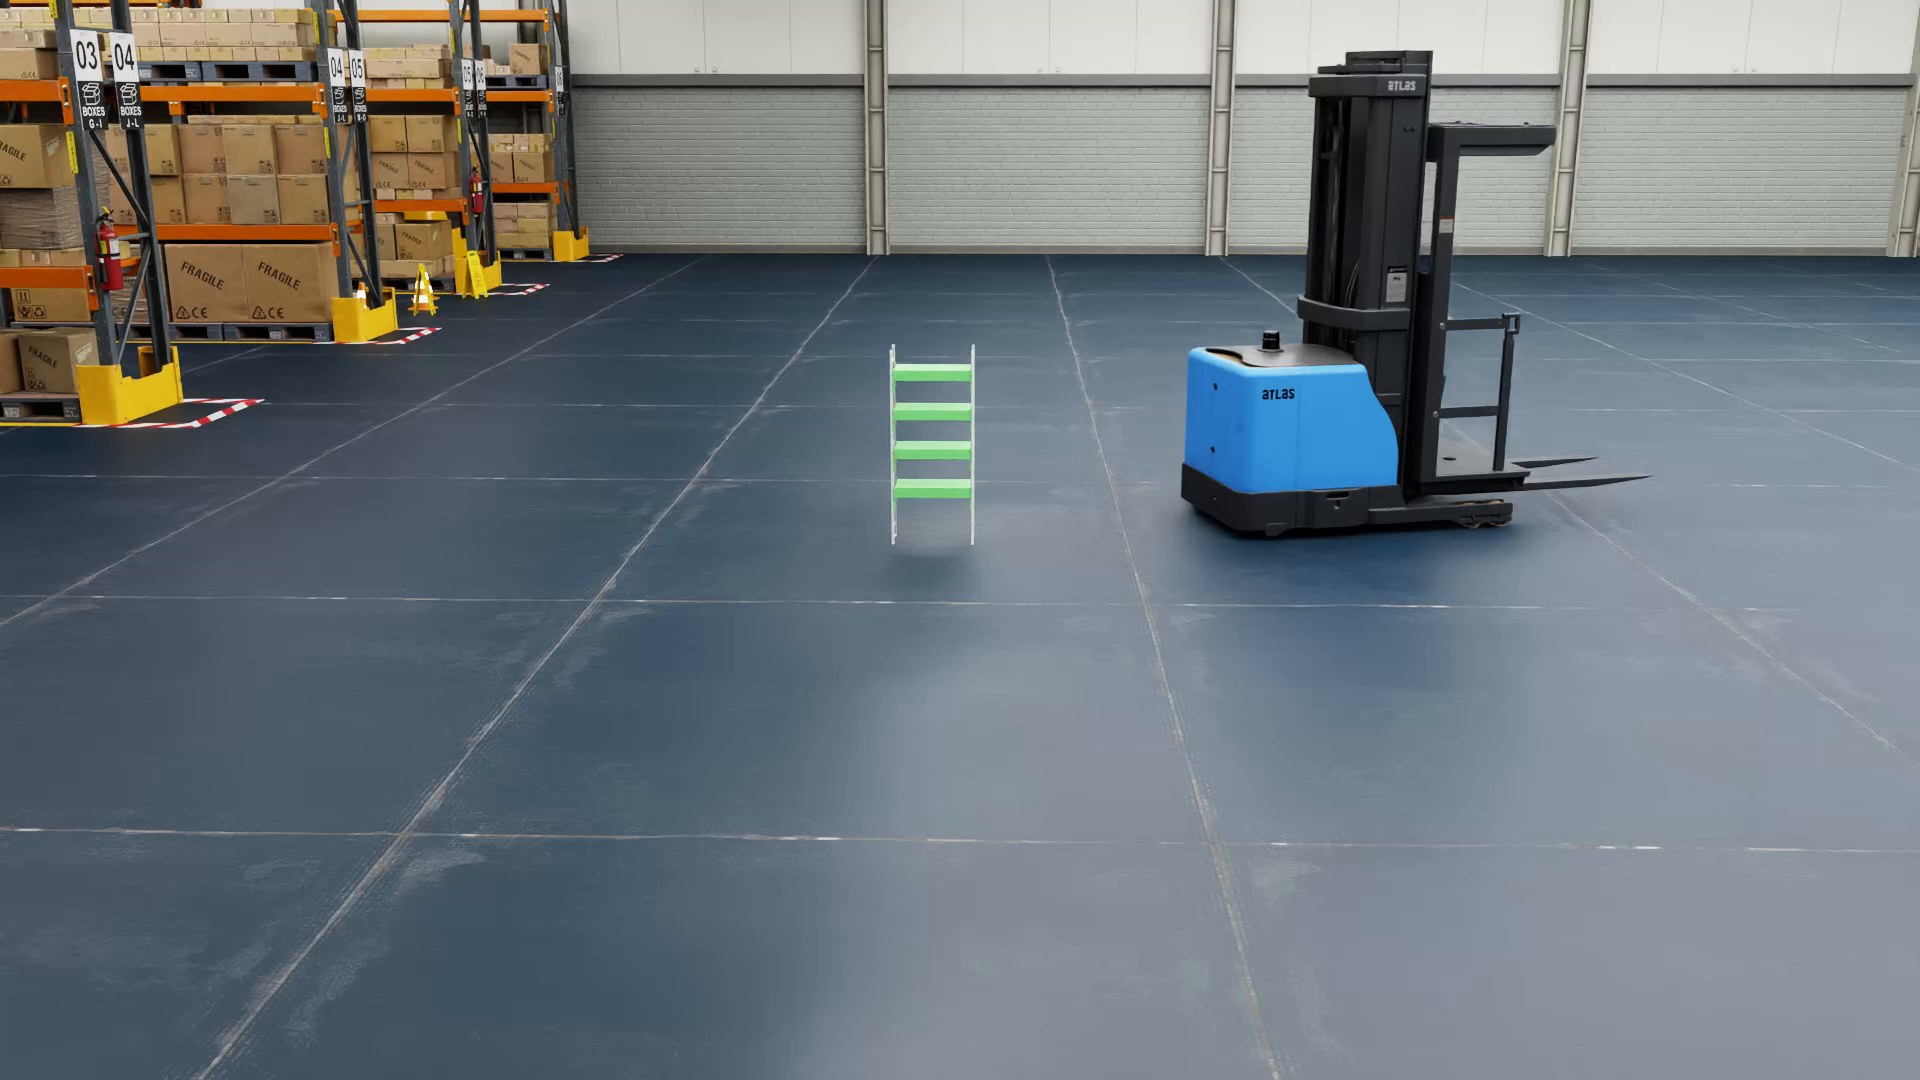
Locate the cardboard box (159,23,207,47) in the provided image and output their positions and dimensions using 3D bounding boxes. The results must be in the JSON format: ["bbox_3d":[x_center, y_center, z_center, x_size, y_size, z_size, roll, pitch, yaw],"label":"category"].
[{"bbox_3d":[-8.427,-5.544,18.285,0.500,0.250,0.500,0,15,1],"label":"cardboard box"}]

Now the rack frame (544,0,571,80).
[{"bbox_3d":[-6.780,-9.261,27.804,0.127,3.000,1.000,0,15,1],"label":"rack frame"}]

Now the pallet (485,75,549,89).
[{"bbox_3d":[-7.486,-7.780,28.240,1.213,0.211,1.003,0,15,1],"label":"pallet"}]

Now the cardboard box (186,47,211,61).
[{"bbox_3d":[-8.287,-5.335,18.273,0.250,0.149,0.380,0,15,1],"label":"cardboard box"}]

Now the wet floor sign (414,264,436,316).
[{"bbox_3d":[-6.849,-3.198,21.197,0.232,0.644,0.267,-2,15,-8],"label":"wet floor sign"}]

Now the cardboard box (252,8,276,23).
[{"bbox_3d":[-7.524,-5.715,18.153,0.250,0.149,0.380,0,15,2],"label":"cardboard box"}]

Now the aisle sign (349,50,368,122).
[{"bbox_3d":[-6.850,-5.165,18.941,0.004,0.787,0.394,0,15,1],"label":"aisle sign"}]

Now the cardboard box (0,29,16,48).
[{"bbox_3d":[-7.699,-4.092,13.603,0.250,0.149,0.380,0,15,0],"label":"cardboard box"}]

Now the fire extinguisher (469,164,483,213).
[{"bbox_3d":[-6.801,-4.939,23.333,0.183,0.674,0.296,0,15,1],"label":"fire extinguisher"}]

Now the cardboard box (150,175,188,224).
[{"bbox_3d":[-8.939,-3.922,19.031,0.500,0.550,0.875,0,15,1],"label":"cardboard box"}]

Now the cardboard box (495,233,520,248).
[{"bbox_3d":[-7.755,-5.162,28.594,0.500,0.250,0.500,0,15,1],"label":"cardboard box"}]

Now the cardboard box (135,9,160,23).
[{"bbox_3d":[-8.799,-5.723,18.183,0.250,0.149,0.380,0,15,2],"label":"cardboard box"}]

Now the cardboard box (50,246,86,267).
[{"bbox_3d":[-7.446,-2.395,14.032,0.250,0.149,0.380,0,15,1],"label":"cardboard box"}]

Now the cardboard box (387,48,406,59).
[{"bbox_3d":[-7.761,-6.745,23.074,0.250,0.149,0.380,0,15,1],"label":"cardboard box"}]

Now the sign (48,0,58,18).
[{"bbox_3d":[-7.191,-4.305,13.161,0.005,0.325,0.100,0,15,1],"label":"sign"}]

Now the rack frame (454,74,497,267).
[{"bbox_3d":[-6.903,-5.095,23.771,0.127,3.000,1.000,0,15,1],"label":"rack frame"}]

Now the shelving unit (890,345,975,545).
[{"bbox_3d":[-0.165,-0.581,10.191,0.503,1.200,0.258,0,15,1],"label":"shelving unit"}]

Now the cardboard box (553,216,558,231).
[{"bbox_3d":[-7.245,-5.532,29.015,0.500,0.250,0.500,1,15,2],"label":"cardboard box"}]

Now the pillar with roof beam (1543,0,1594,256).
[{"bbox_3d":[10.431,-8.281,24.086,0.400,9.000,9.100,0,15,1],"label":"pillar with roof beam"}]

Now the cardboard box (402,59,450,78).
[{"bbox_3d":[-7.422,-6.551,23.122,0.500,0.250,0.500,0,15,1],"label":"cardboard box"}]

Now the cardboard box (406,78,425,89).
[{"bbox_3d":[-7.517,-6.348,23.133,0.250,0.149,0.380,0,15,2],"label":"cardboard box"}]

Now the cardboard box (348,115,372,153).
[{"bbox_3d":[-8.438,-5.700,23.327,0.500,0.500,0.700,0,15,1],"label":"cardboard box"}]

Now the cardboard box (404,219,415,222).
[{"bbox_3d":[-8.249,-4.409,24.269,0.500,0.500,0.500,0,15,-1],"label":"cardboard box"}]

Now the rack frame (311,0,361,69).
[{"bbox_3d":[-6.929,-6.733,18.219,0.127,3.000,1.000,0,15,1],"label":"rack frame"}]

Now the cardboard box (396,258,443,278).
[{"bbox_3d":[-7.742,-3.905,23.829,0.500,0.250,0.500,0,15,1],"label":"cardboard box"}]

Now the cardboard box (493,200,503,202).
[{"bbox_3d":[-8.255,-5.777,28.965,0.500,0.250,0.500,0,15,1],"label":"cardboard box"}]

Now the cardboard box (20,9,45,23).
[{"bbox_3d":[-10.064,-5.732,18.215,0.250,0.149,0.380,0,15,1],"label":"cardboard box"}]

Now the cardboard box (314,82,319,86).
[{"bbox_3d":[-8.804,-6.353,23.154,0.250,0.149,0.380,0,15,1],"label":"cardboard box"}]

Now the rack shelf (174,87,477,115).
[{"bbox_3d":[-8.903,-6.210,23.530,4.000,0.370,1.077,0,15,1],"label":"rack shelf"}]

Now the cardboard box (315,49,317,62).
[{"bbox_3d":[-7.263,-5.496,18.885,0.250,0.149,0.380,0,15,2],"label":"cardboard box"}]

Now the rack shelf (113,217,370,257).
[{"bbox_3d":[-8.928,-3.497,19.125,4.000,0.370,1.077,0,15,1],"label":"rack shelf"}]

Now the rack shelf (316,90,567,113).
[{"bbox_3d":[-8.780,-7.476,28.328,4.000,0.370,1.077,0,15,1],"label":"rack shelf"}]

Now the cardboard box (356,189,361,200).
[{"bbox_3d":[-8.563,-4.912,23.570,0.250,0.149,0.380,0,15,1],"label":"cardboard box"}]

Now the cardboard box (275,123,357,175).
[{"bbox_3d":[-7.299,-4.439,18.874,0.550,0.550,0.875,0,15,1],"label":"cardboard box"}]

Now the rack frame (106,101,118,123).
[{"bbox_3d":[-14.778,-6.413,28.767,0.127,3.000,1.000,0,15,1],"label":"rack frame"}]

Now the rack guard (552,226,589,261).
[{"bbox_3d":[-6.756,-5.152,28.887,0.348,0.500,1.175,0,15,1],"label":"rack guard"}]

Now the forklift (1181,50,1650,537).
[{"bbox_3d":[3.056,-1.618,10.727,3.031,2.935,1.130,-4,15,-13],"label":"forklift"}]

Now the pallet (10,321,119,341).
[{"bbox_3d":[-10.169,-2.485,19.344,1.213,0.211,1.003,0,15,1],"label":"pallet"}]

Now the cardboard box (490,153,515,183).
[{"bbox_3d":[-7.797,-6.351,28.336,0.500,0.500,0.500,1,15,3],"label":"cardboard box"}]

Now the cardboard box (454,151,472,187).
[{"bbox_3d":[-7.370,-5.361,24.000,0.500,0.500,0.500,0,15,1],"label":"cardboard box"}]

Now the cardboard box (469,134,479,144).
[{"bbox_3d":[-8.163,-6.798,28.174,0.250,0.149,0.380,1,15,3],"label":"cardboard box"}]

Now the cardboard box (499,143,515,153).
[{"bbox_3d":[-7.648,-6.665,28.255,0.250,0.149,0.380,1,15,2],"label":"cardboard box"}]

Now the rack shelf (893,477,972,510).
[{"bbox_3d":[-0.165,-0.287,10.269,0.480,0.148,0.258,0,15,1],"label":"rack shelf"}]

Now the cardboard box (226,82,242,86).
[{"bbox_3d":[-10.086,-6.396,23.315,0.250,0.149,0.380,0,15,1],"label":"cardboard box"}]

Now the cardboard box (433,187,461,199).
[{"bbox_3d":[-7.283,-4.921,23.606,0.250,0.149,0.380,1,15,3],"label":"cardboard box"}]

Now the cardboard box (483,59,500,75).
[{"bbox_3d":[-7.870,-7.927,27.870,0.258,0.266,0.396,0,15,2],"label":"cardboard box"}]

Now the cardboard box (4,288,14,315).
[{"bbox_3d":[-11.550,-2.954,19.245,0.750,0.750,1.050,0,15,1],"label":"cardboard box"}]

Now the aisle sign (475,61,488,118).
[{"bbox_3d":[-6.833,-6.431,23.738,0.004,0.787,0.394,0,15,1],"label":"aisle sign"}]
